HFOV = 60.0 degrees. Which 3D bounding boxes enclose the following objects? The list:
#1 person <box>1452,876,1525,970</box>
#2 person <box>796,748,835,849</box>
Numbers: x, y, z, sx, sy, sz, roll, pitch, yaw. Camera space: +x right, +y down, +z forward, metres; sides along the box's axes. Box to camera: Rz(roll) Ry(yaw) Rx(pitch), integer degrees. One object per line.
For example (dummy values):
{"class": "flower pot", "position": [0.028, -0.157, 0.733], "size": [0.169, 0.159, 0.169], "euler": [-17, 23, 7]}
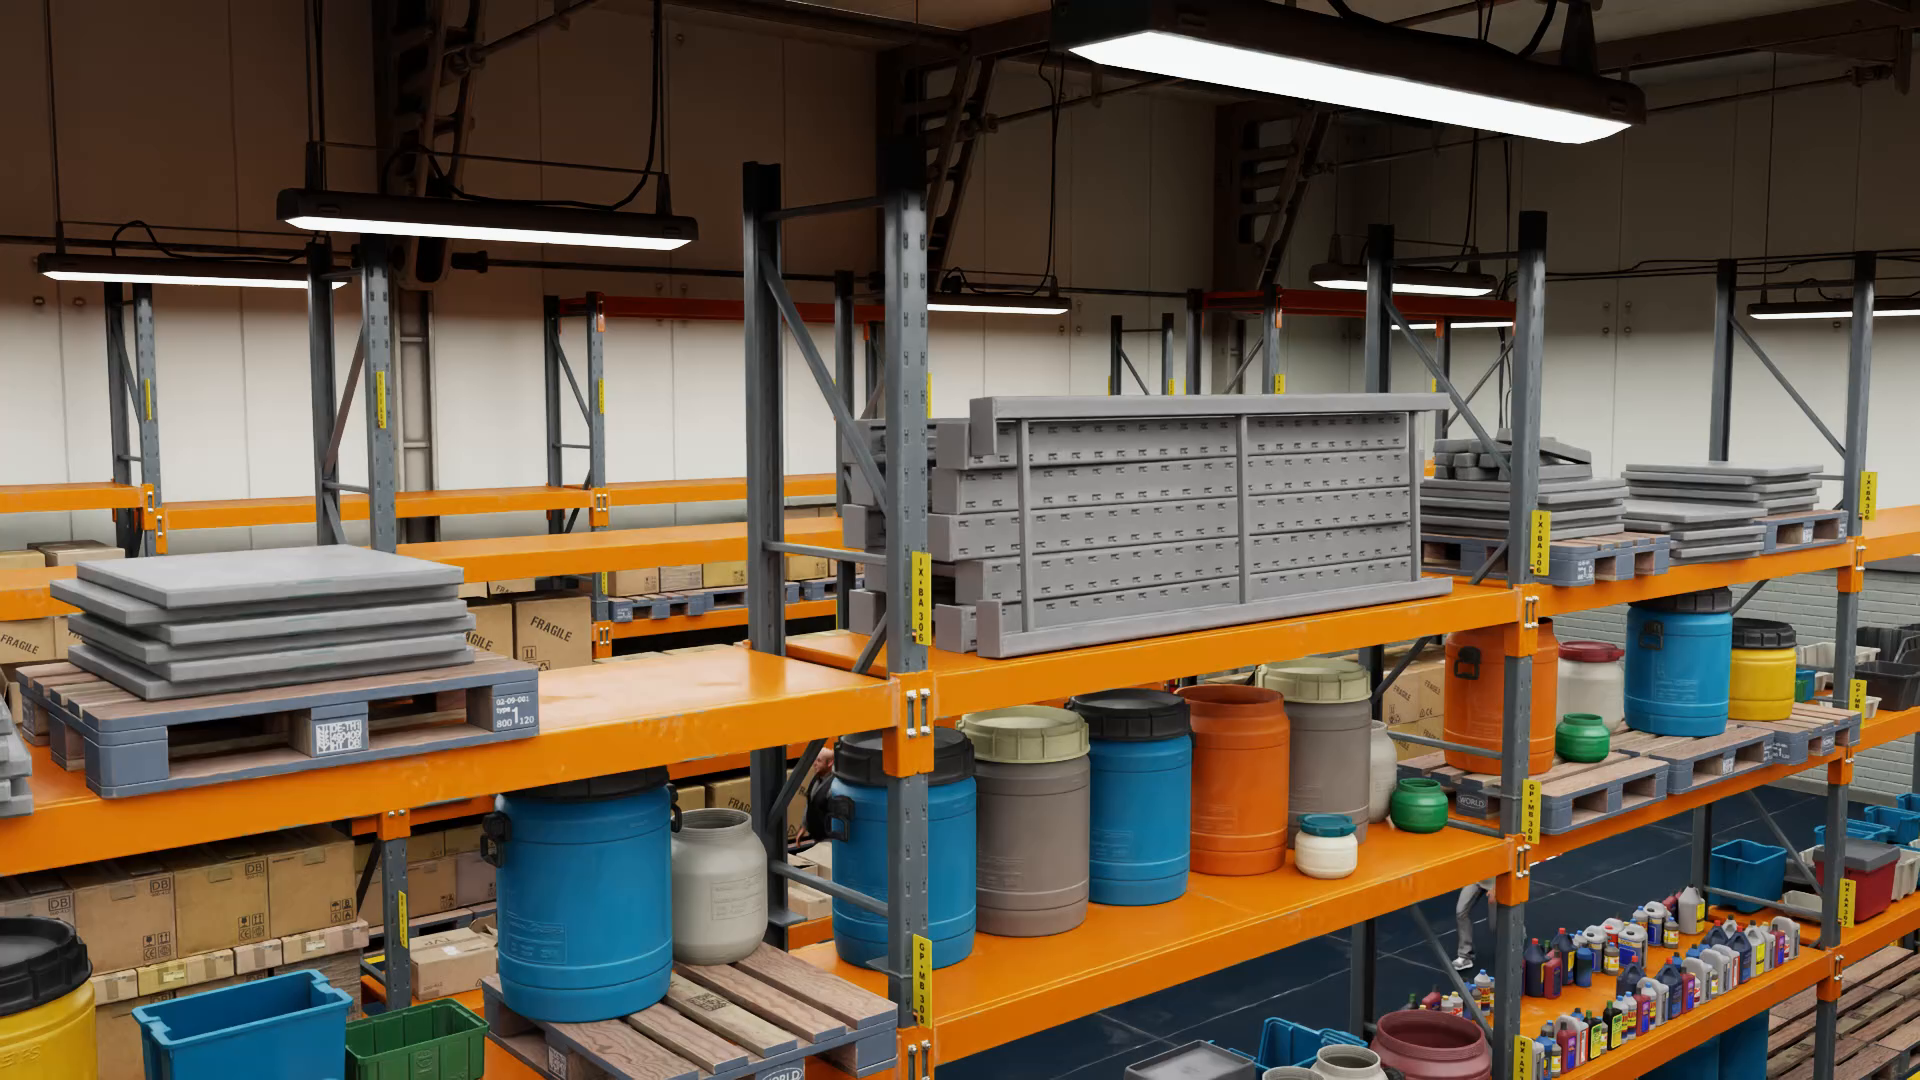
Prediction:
{"class": "person", "position": [4.655, 3.006, 14.699], "size": [0.904, 1.477, 0.407], "euler": [-4, 7, -34]}
{"class": "person", "position": [-1.319, 2.797, 15.658], "size": [0.959, 1.675, 0.569], "euler": [-3, 6, -31]}
